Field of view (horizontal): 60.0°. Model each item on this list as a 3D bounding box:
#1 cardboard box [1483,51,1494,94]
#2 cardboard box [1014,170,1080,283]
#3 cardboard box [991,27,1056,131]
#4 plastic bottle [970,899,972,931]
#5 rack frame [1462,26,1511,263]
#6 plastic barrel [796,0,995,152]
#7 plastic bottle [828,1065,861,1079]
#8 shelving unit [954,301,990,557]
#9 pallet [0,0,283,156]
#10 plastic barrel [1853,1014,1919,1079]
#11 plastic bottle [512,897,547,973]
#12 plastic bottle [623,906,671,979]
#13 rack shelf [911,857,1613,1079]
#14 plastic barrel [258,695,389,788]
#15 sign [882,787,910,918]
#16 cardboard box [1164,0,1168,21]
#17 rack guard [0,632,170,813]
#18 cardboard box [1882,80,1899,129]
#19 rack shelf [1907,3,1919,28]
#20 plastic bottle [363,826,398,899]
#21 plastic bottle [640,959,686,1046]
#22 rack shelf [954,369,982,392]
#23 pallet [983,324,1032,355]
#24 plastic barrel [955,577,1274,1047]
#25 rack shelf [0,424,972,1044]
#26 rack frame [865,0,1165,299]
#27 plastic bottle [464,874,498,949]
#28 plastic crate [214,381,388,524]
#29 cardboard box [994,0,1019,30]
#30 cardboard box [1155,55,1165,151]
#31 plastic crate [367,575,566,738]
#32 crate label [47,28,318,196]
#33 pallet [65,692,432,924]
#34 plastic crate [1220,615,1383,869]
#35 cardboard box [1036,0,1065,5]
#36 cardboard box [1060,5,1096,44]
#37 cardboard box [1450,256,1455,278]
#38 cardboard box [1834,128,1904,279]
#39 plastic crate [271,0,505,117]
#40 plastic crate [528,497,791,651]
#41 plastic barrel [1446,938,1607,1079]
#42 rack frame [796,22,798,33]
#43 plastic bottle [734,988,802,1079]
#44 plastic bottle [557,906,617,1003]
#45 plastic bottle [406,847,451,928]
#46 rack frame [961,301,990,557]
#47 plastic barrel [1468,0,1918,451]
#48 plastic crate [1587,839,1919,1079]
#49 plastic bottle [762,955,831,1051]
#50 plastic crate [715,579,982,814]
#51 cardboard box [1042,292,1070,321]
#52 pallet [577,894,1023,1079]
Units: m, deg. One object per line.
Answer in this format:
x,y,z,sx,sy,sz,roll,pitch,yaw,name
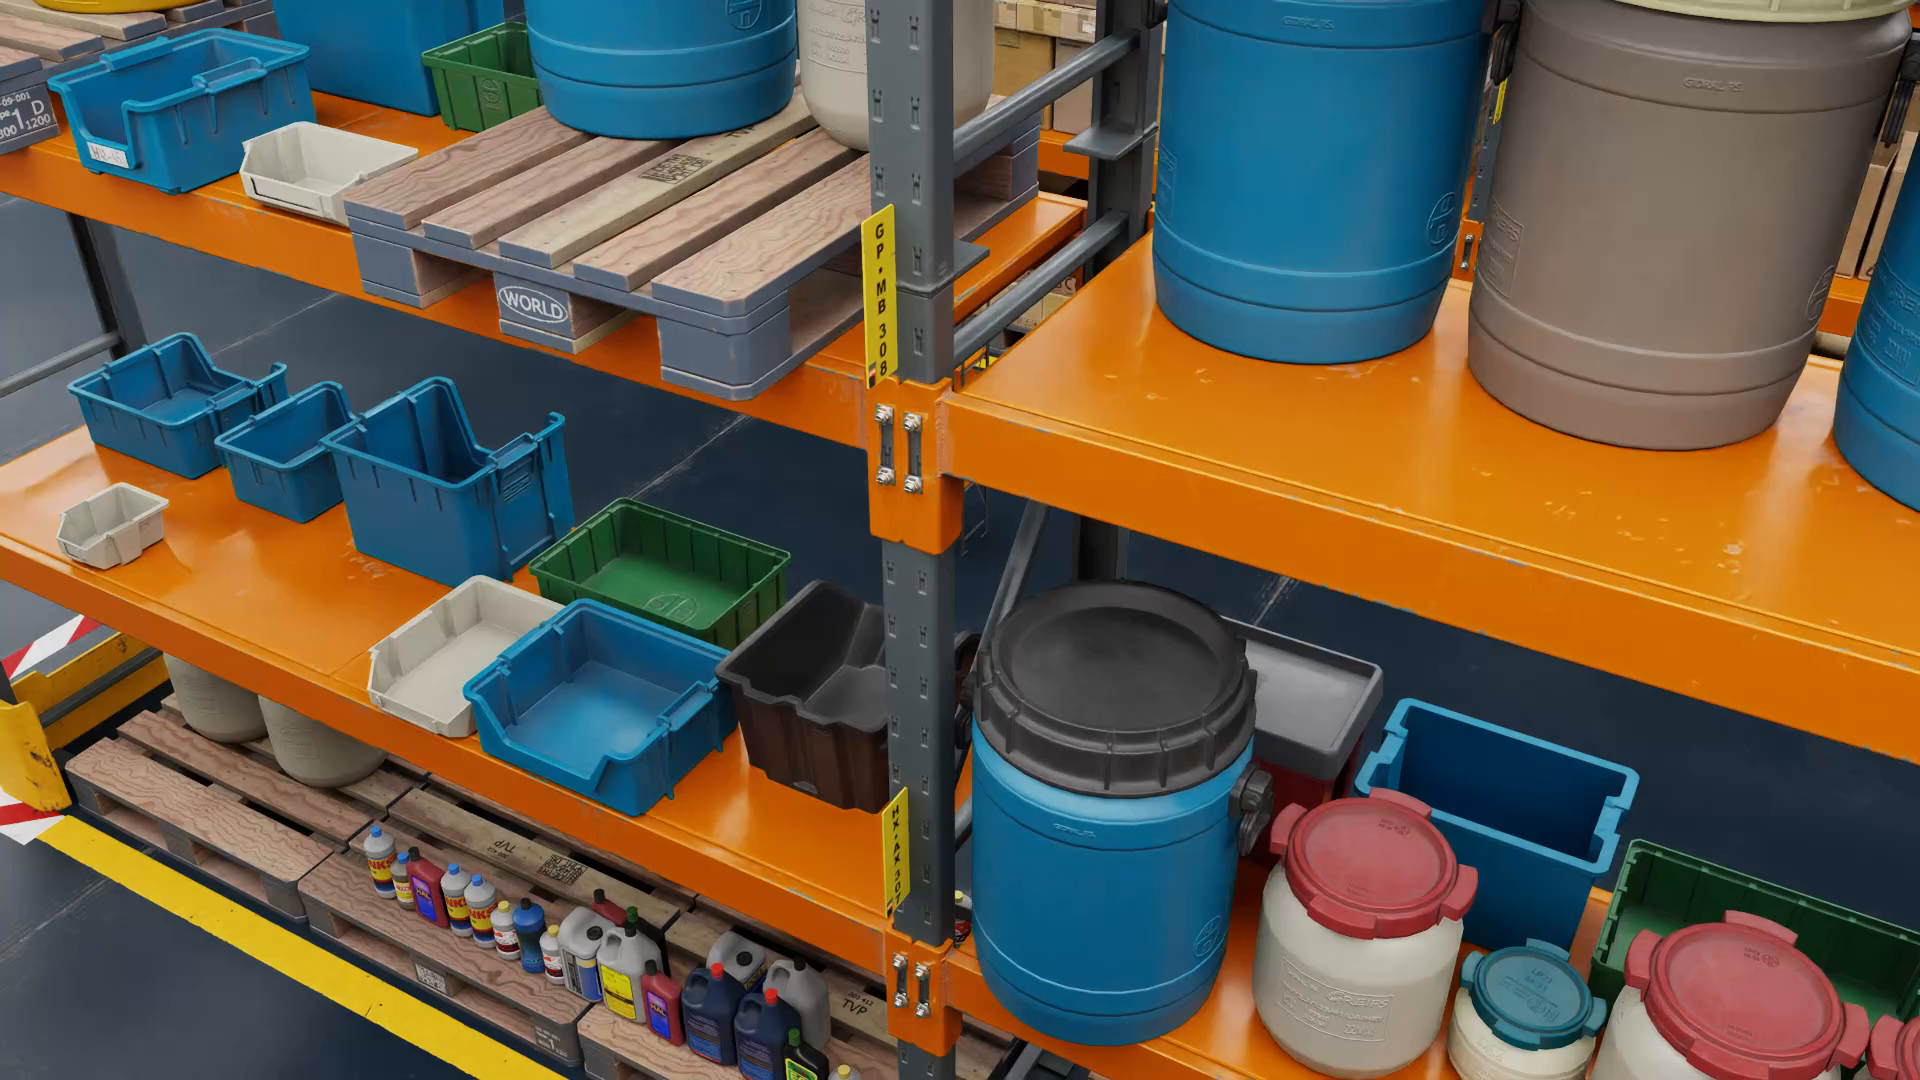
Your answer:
2.258,-2.108,7.534,0.250,0.149,0.380,18,37,24,cardboard box
0.359,-1.745,9.089,0.500,0.500,0.500,18,37,24,cardboard box
0.413,-2.550,8.783,0.500,0.500,0.700,18,38,25,cardboard box
0.080,1.212,5.288,0.097,0.271,0.097,0,34,0,plastic bottle
2.601,-1.825,7.784,0.127,3.000,1.000,18,37,24,rack frame
-0.137,-1.125,3.547,0.421,0.512,0.421,0,34,0,plastic barrel
-0.330,1.590,4.784,0.097,0.201,0.097,0,34,0,plastic bottle
-0.013,-0.503,7.423,0.189,1.200,0.258,18,37,24,shelving unit
-2.663,-1.437,4.666,1.213,0.211,1.003,18,37,24,pallet
1.874,1.191,3.133,0.433,0.535,0.433,0,34,0,plastic barrel
-1.353,1.237,5.251,0.097,0.271,0.097,0,34,0,plastic bottle
-0.981,1.269,5.192,0.133,0.283,0.061,18,37,24,plastic bottle
1.876,1.407,3.579,4.000,0.370,1.077,18,37,24,rack shelf
-2.289,0.601,6.007,0.421,0.512,0.421,0,34,0,plastic barrel
-0.143,0.705,3.736,0.005,0.325,0.100,18,37,24,sign
1.338,-2.802,7.990,0.500,0.500,0.700,18,37,24,cardboard box
-3.244,0.497,6.553,0.348,0.500,1.175,18,37,24,rack guard
6.176,-3.040,11.467,0.500,0.500,0.700,17,37,23,cardboard box
6.792,-3.360,10.739,4.000,0.370,1.077,18,37,24,rack shelf
-1.914,1.059,5.518,0.097,0.271,0.097,0,34,0,plastic bottle
-0.891,1.390,5.011,0.133,0.283,0.061,20,39,27,plastic bottle
-0.013,-0.666,7.315,0.180,0.103,0.258,18,37,24,rack shelf
0.868,-1.238,9.418,1.213,0.211,1.003,18,37,24,pallet
0.325,0.601,3.688,0.708,0.901,0.600,18,37,24,plastic barrel
-1.597,0.307,5.231,4.000,0.370,1.077,18,37,24,rack shelf
0.140,-1.939,2.543,0.127,3.000,1.000,18,37,24,rack frame
-1.529,1.181,5.335,0.097,0.271,0.097,0,34,0,plastic bottle
-2.189,-0.305,5.636,0.408,0.251,0.499,18,37,24,plastic crate
0.259,-2.742,8.485,0.250,0.149,0.380,16,37,23,cardboard box
1.317,-2.267,8.358,0.500,0.500,0.700,18,38,25,cardboard box
-1.396,0.343,4.766,0.437,0.136,0.530,18,37,24,plastic crate
-1.872,-1.055,4.056,0.408,0.251,0.502,18,37,24,crate label
-2.541,0.843,6.294,1.213,0.211,1.003,18,37,24,pallet
0.712,0.517,4.209,0.583,0.464,0.402,18,37,24,plastic crate
0.470,-3.077,8.404,0.500,0.500,0.700,18,38,25,cardboard box
0.696,-2.602,8.275,0.250,0.149,0.380,18,38,25,cardboard box
2.353,-1.445,8.639,0.500,0.500,0.500,18,37,24,cardboard box
3.717,-1.502,7.210,0.500,0.500,0.500,20,39,28,cardboard box
-1.528,-1.404,4.461,0.575,0.384,0.392,18,37,24,plastic crate
-0.899,0.137,5.029,0.662,0.188,0.450,18,37,24,plastic crate
1.213,1.053,3.587,0.301,0.262,0.301,0,34,0,plastic barrel
-0.872,-2.925,9.436,0.127,3.000,1.000,18,37,24,rack frame
-0.562,1.439,4.876,0.185,0.351,0.144,17,37,23,plastic bottle
-1.149,1.282,5.179,0.135,0.276,0.152,18,38,25,plastic bottle
-1.726,1.125,5.408,0.133,0.283,0.061,18,38,25,plastic bottle
0.067,-0.478,7.386,0.006,1.200,0.240,18,37,24,rack frame
1.257,-0.684,2.912,0.600,0.901,0.600,0,34,0,plastic barrel
1.792,0.989,3.749,0.662,0.188,0.450,18,37,24,plastic crate
-0.491,1.370,4.980,0.185,0.351,0.144,18,37,24,plastic bottle
-0.252,0.379,4.531,0.504,0.338,0.767,18,37,24,plastic crate
0.785,-1.287,9.079,0.500,0.250,0.500,18,37,24,cardboard box
-0.423,1.514,5.286,1.213,0.211,1.003,18,37,24,pallet
